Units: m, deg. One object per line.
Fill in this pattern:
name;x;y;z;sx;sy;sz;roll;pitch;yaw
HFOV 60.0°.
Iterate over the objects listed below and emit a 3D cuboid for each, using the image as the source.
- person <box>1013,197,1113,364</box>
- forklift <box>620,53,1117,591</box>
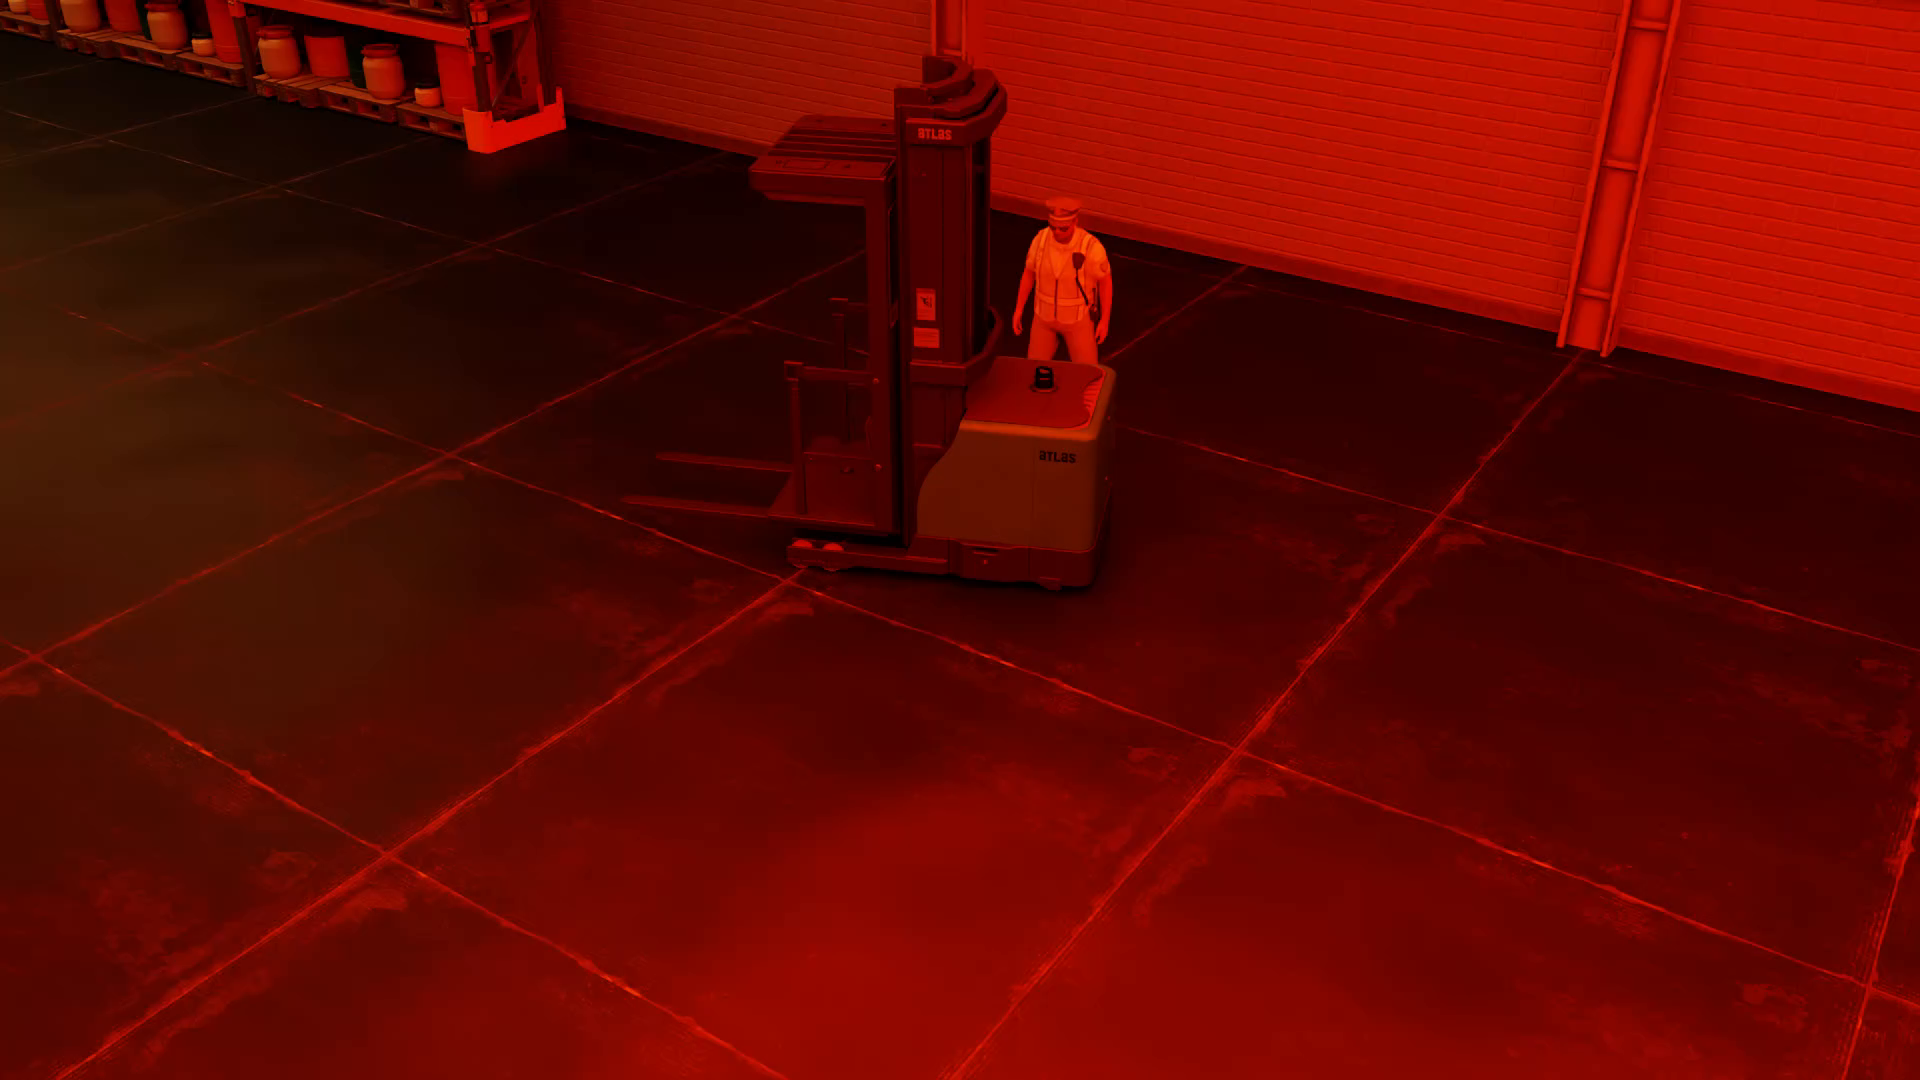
person;0.717;-1.504;11.356;0.717;1.754;0.456;12;32;19
forklift;-0.596;-1.330;9.871;3.031;2.935;1.130;6;31;10
